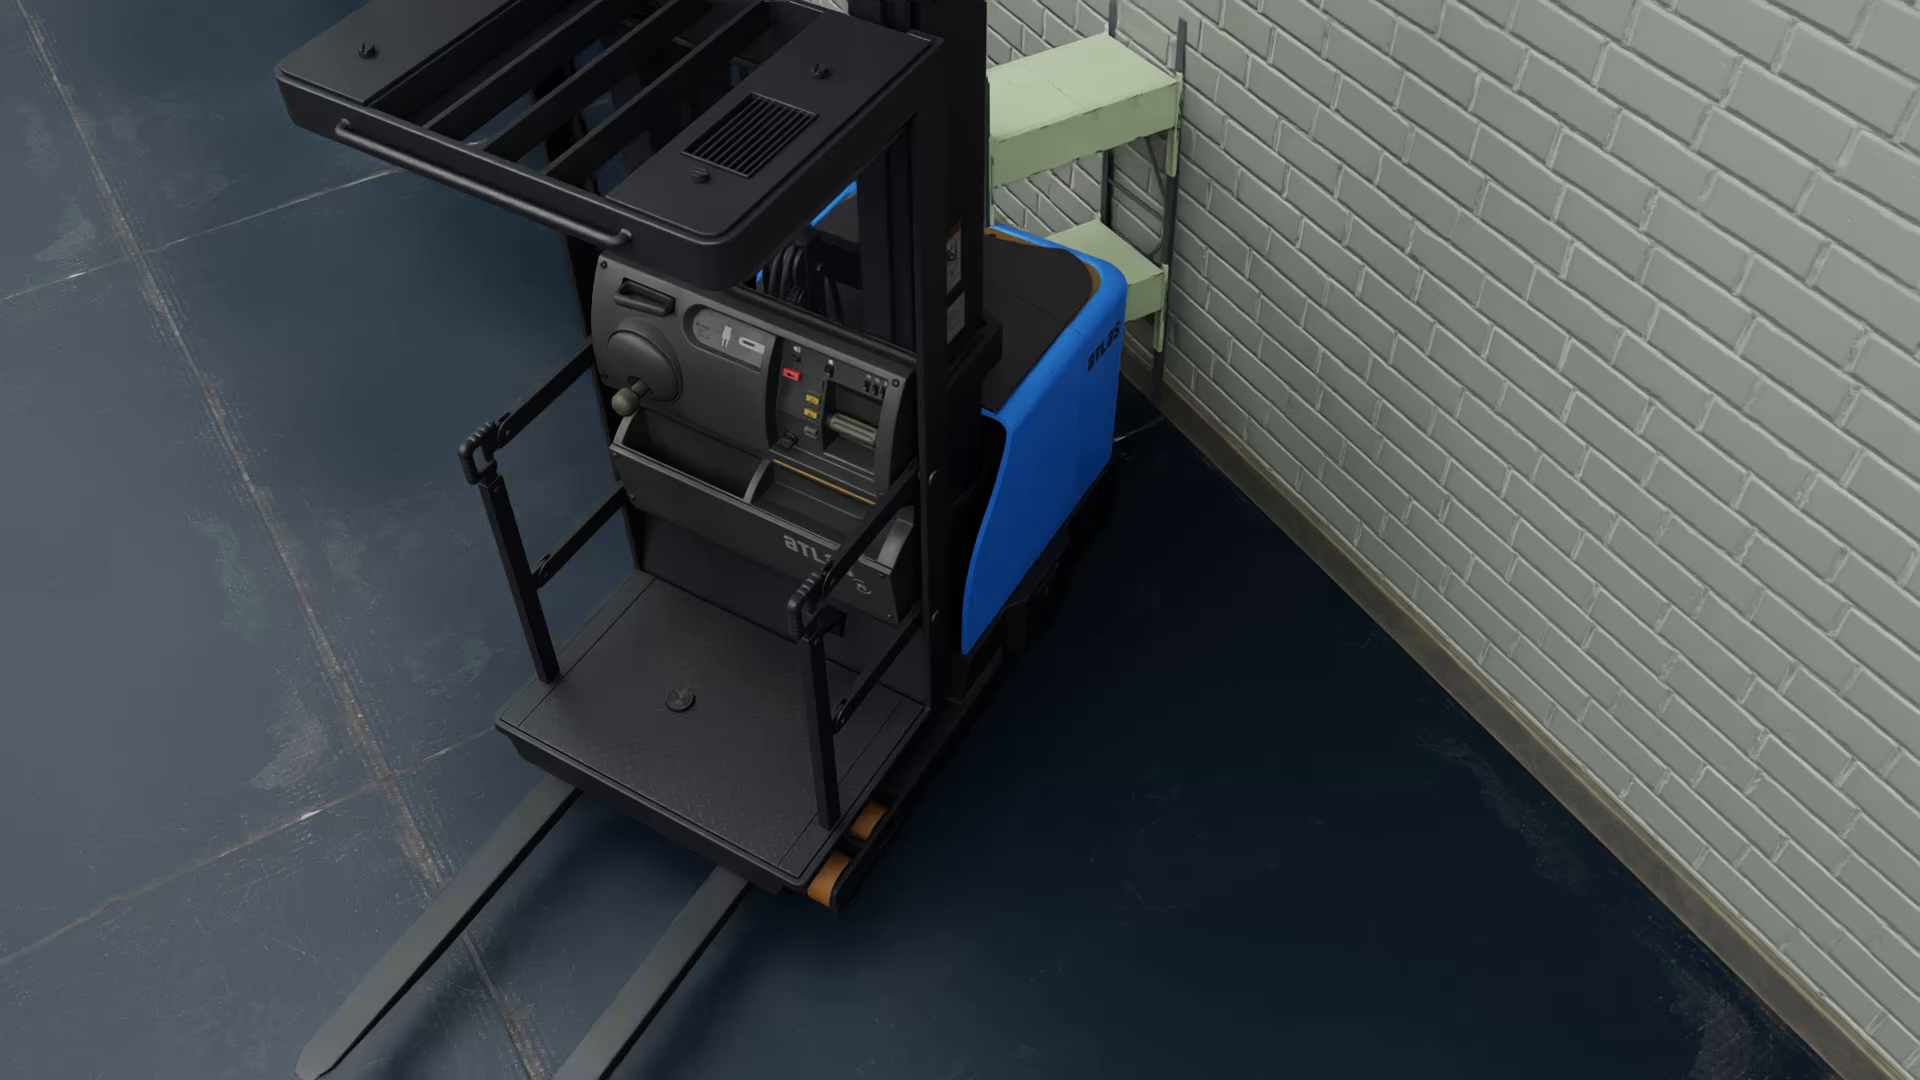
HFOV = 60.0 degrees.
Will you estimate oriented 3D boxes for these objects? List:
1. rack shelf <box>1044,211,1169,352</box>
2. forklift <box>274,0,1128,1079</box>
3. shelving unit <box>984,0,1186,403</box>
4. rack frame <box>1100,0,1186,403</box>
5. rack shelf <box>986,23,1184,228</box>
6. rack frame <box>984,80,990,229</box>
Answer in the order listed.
[{"bbox_3d":[0.309,-0.798,5.845,0.720,0.370,0.431,-23,47,-21],"label":"rack shelf"},{"bbox_3d":[-0.652,-0.318,4.071,1.130,2.935,3.031,24,52,20],"label":"forklift"},{"bbox_3d":[0.302,-1.036,5.621,0.755,1.500,0.431,-23,47,-21],"label":"shelving unit"},{"bbox_3d":[0.614,-1.171,5.755,0.023,1.500,0.400,-23,47,-21],"label":"rack frame"},{"bbox_3d":[0.294,-1.320,5.354,0.720,0.370,0.431,-23,47,-21],"label":"rack shelf"},{"bbox_3d":[-0.011,-0.900,5.487,0.023,1.500,0.400,-23,47,-21],"label":"rack frame"}]
